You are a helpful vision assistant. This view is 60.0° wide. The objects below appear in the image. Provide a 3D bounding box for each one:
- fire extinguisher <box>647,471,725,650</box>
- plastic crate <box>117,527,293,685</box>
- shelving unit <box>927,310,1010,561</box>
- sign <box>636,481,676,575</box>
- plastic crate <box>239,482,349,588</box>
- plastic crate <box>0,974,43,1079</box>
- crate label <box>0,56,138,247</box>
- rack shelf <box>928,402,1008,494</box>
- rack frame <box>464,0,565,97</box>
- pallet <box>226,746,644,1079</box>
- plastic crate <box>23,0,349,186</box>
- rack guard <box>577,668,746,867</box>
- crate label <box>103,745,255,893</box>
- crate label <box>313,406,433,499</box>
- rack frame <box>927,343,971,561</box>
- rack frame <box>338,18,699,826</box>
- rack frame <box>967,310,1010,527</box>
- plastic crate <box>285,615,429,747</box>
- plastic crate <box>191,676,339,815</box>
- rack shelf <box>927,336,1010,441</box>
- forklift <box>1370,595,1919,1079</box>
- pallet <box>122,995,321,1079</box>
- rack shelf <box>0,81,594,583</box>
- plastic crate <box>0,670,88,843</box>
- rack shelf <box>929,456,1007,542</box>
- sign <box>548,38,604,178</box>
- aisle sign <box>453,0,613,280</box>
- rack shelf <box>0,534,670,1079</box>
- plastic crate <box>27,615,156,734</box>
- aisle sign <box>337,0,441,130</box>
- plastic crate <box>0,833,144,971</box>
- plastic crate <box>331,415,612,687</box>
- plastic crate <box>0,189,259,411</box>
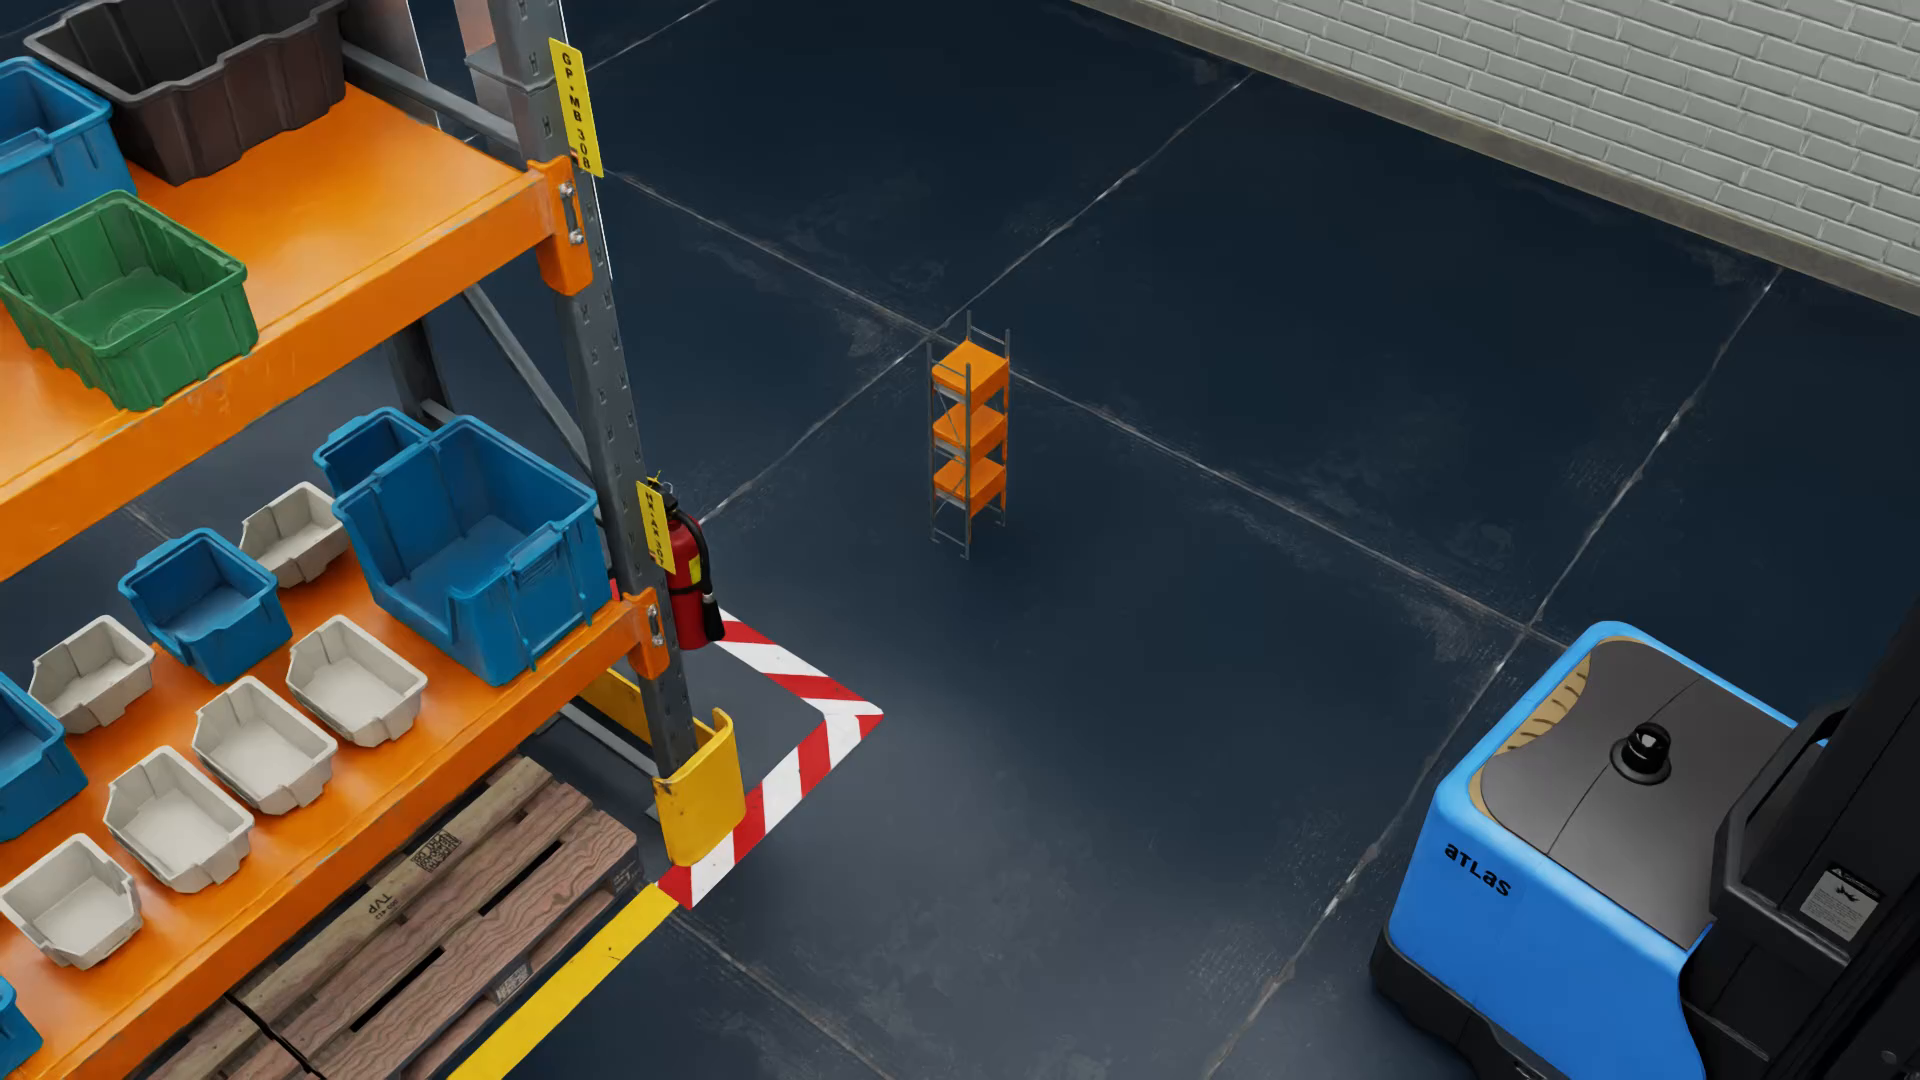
[{"bbox_3d":[-0.862,0.060,5.094,0.296,0.674,0.183,29,53,25],"label":"fire extinguisher"},{"bbox_3d":[-2.128,0.199,4.724,0.416,0.233,0.300,29,53,25],"label":"plastic crate"},{"bbox_3d":[0.033,-0.393,6.564,0.215,1.050,0.252,29,53,25],"label":"shelving unit"},{"bbox_3d":[-0.869,-0.033,4.759,0.100,0.325,0.005,29,53,25],"label":"sign"},{"bbox_3d":[-1.987,0.003,4.978,0.250,0.136,0.298,29,53,25],"label":"plastic crate"},{"bbox_3d":[-2.367,1.115,3.849,0.416,0.233,0.300,29,53,25],"label":"plastic crate"},{"bbox_3d":[-2.134,-0.810,3.642,0.408,0.251,0.502,29,53,25],"label":"crate label"},{"bbox_3d":[0.033,-0.386,6.572,0.215,0.259,0.240,29,53,25],"label":"rack shelf"},{"bbox_3d":[-1.314,-2.282,2.872,1.000,3.000,0.127,29,53,25],"label":"rack frame"},{"bbox_3d":[-1.849,1.208,5.615,1.003,0.211,1.213,29,53,25],"label":"pallet"},{"bbox_3d":[-1.770,-1.104,3.911,0.497,0.269,0.590,29,53,25],"label":"plastic crate"},{"bbox_3d":[-1.310,0.634,5.964,1.175,0.500,0.348,29,53,25],"label":"rack guard"},{"bbox_3d":[-2.009,0.737,4.278,0.396,0.136,0.243,29,53,25],"label":"crate label"},{"bbox_3d":[-1.726,-0.177,5.084,0.416,0.233,0.303,29,53,25],"label":"crate label"},{"bbox_3d":[-0.042,-0.323,6.498,0.200,1.050,0.008,29,53,25],"label":"rack frame"},{"bbox_3d":[-1.314,-0.210,5.041,1.000,3.000,0.127,29,53,25],"label":"rack frame"},{"bbox_3d":[0.107,-0.463,6.631,0.200,1.050,0.008,29,53,25],"label":"rack frame"},{"bbox_3d":[-1.670,0.407,4.592,0.396,0.136,0.243,29,53,25],"label":"plastic crate"},{"bbox_3d":[-1.858,0.566,4.440,0.396,0.136,0.243,29,53,25],"label":"plastic crate"},{"bbox_3d":[0.033,-0.582,6.367,0.215,0.259,0.240,29,53,25],"label":"rack shelf"},{"bbox_3d":[2.749,0.954,3.977,3.031,2.935,1.130,36,56,29],"label":"forklift"},{"bbox_3d":[-2.595,1.903,4.951,1.003,0.211,1.213,29,53,25],"label":"pallet"},{"bbox_3d":[-2.537,0.147,3.123,1.077,0.370,4.000,29,53,25],"label":"rack shelf"},{"bbox_3d":[-2.531,0.576,4.364,0.416,0.233,0.300,29,53,25],"label":"plastic crate"},{"bbox_3d":[0.033,-0.194,6.773,0.215,0.259,0.240,29,53,25],"label":"rack shelf"},{"bbox_3d":[-0.869,-0.976,3.771,0.100,0.325,0.005,29,53,25],"label":"sign"},{"bbox_3d":[-1.038,-1.020,4.017,0.394,0.787,0.004,29,53,25],"label":"aisle sign"},{"bbox_3d":[-2.537,1.183,4.208,1.077,0.370,4.000,29,53,25],"label":"rack shelf"},{"bbox_3d":[-2.402,0.391,4.608,0.250,0.136,0.298,29,53,25],"label":"plastic crate"},{"bbox_3d":[-1.505,-1.281,4.266,0.394,0.787,0.004,29,53,25],"label":"aisle sign"},{"bbox_3d":[-2.175,0.914,4.108,0.298,0.136,0.250,29,53,25],"label":"plastic crate"},{"bbox_3d":[-1.371,0.031,4.745,0.616,0.435,0.499,29,53,25],"label":"plastic crate"},{"bbox_3d":[-1.691,-0.482,3.373,0.450,0.188,0.336,29,53,25],"label":"plastic crate"}]
